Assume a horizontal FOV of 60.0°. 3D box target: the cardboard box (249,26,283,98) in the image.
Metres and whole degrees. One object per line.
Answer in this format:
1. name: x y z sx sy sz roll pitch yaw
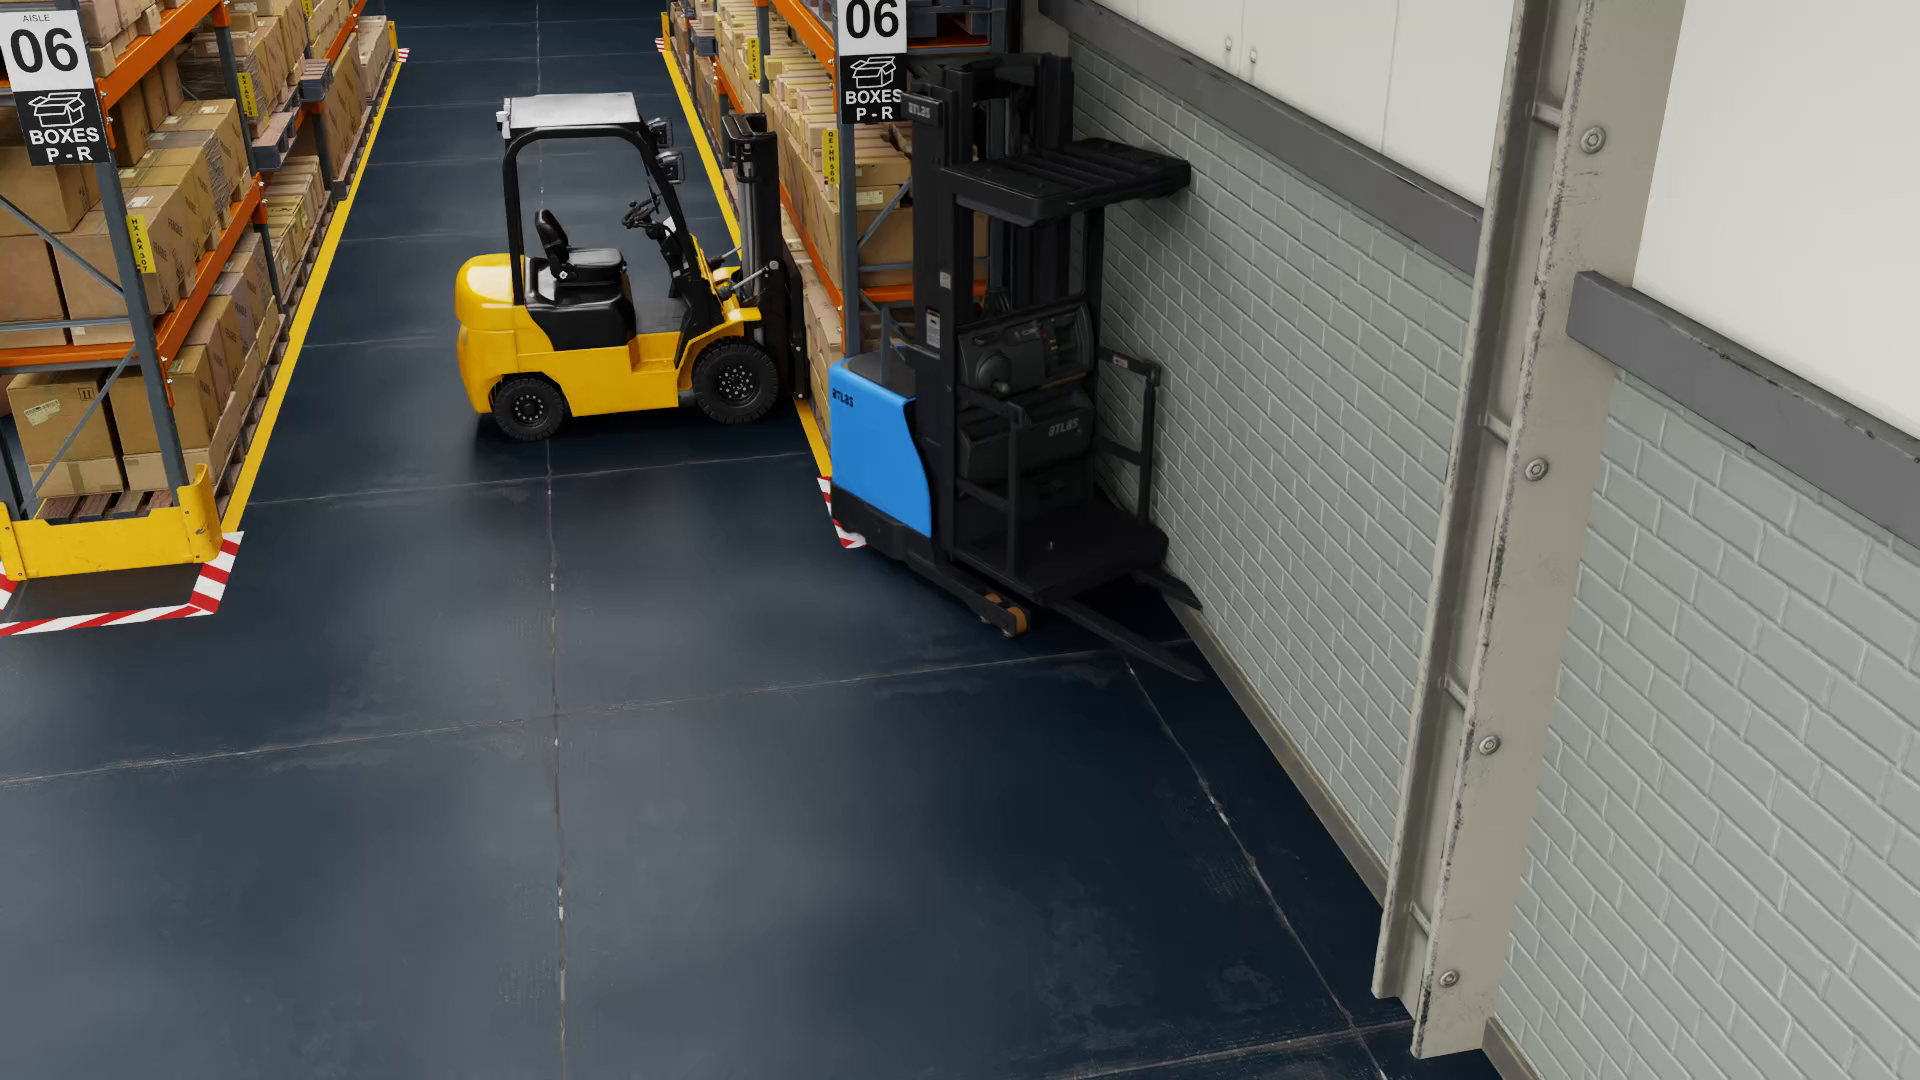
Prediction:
1. cardboard box: -6.005 -3.989 13.918 0.500 0.500 0.500 -6 27 -12

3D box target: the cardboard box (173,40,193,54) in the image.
1. cardboard box: -6.408 -3.713 13.371 0.500 0.500 0.500 -6 27 -11

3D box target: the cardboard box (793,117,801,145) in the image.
1. cardboard box: -0.987 -2.944 11.922 0.380 0.149 0.250 -7 28 -13

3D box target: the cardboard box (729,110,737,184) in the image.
1. cardboard box: -1.906 -4.065 17.144 0.875 0.625 0.625 -5 27 -10

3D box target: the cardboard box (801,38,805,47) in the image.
1. cardboard box: -1.238 -4.532 15.070 0.380 0.149 0.250 -6 27 -12

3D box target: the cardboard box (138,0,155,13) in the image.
1. cardboard box: -5.164 -3.294 9.955 0.500 0.250 0.500 -5 27 -10

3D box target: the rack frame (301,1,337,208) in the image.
1. rack frame: -6.869 -4.707 16.247 1.000 3.000 0.127 -6 27 -12

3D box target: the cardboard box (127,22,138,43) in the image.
1. cardboard box: -5.140 -3.049 9.912 0.380 0.149 0.250 -7 28 -13

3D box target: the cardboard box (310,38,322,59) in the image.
1. cardboard box: -6.734 -4.881 16.757 0.500 0.250 0.500 -6 27 -12

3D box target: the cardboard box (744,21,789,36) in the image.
1. cardboard box: -1.795 -4.707 15.417 0.380 0.149 0.250 -6 27 -12

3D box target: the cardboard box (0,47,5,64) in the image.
1. cardboard box: -5.533 -2.776 9.372 0.380 0.149 0.250 -5 27 -10

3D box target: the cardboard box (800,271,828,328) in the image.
1. cardboard box: -0.882 -1.722 11.808 0.500 0.250 0.500 -6 27 -11

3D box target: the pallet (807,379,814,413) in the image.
1. pallet: -0.715 -1.322 12.635 1.003 0.211 1.213 -6 27 -12

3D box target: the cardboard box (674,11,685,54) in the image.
1. cardboard box: -3.636 -7.139 23.373 0.700 0.500 0.500 -5 27 -9

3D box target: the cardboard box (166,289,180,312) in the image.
1. cardboard box: -4.992 -1.487 10.147 0.380 0.149 0.250 -7 28 -13

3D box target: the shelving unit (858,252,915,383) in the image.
1. shelving unit: -0.338 -0.910 10.304 0.538 1.500 1.048 -4 29 -12

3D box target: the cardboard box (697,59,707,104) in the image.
1. cardboard box: -2.916 -5.573 20.270 0.500 0.500 0.500 -6 27 -12

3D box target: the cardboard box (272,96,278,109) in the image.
1. cardboard box: -6.041 -3.754 14.172 0.380 0.149 0.250 -6 27 -11

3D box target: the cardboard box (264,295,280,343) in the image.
1. cardboard box: -5.572 -1.679 12.833 0.500 0.250 0.500 -5 27 -9

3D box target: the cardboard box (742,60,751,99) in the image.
1. cardboard box: -1.615 -4.028 14.513 0.500 0.250 0.500 -7 28 -13

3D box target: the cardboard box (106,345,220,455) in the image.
1. cardboard box: -4.984 -0.883 10.423 0.500 0.500 0.500 -7 28 -13

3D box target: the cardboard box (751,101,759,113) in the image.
1. cardboard box: -1.500 -3.585 14.190 0.500 0.250 0.500 -5 27 -10

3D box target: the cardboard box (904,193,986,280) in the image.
1. cardboard box: -0.072 -1.991 10.755 0.500 0.500 0.500 -5 27 -10

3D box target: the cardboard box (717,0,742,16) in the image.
1. cardboard box: -2.249 -5.377 16.744 0.380 0.149 0.250 -5 27 -10

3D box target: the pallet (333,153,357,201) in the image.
1. pallet: -6.973 -3.816 17.576 1.003 0.211 1.213 -6 27 -12

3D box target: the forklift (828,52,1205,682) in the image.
1. forklift: 0.506 -1.027 9.033 1.130 2.935 3.031 -20 33 -34

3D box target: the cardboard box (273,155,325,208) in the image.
1. cardboard box: -6.751 -3.473 16.251 0.950 0.372 0.625 -8 28 -15

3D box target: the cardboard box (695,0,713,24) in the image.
1. cardboard box: -2.587 -5.764 18.041 0.500 0.250 0.500 -7 28 -14

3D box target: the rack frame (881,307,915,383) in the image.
1. rack frame: -0.225 -0.675 9.868 0.500 1.500 0.032 -4 29 -12

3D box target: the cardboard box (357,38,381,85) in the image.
1. cardboard box: -8.009 -6.186 21.555 0.875 0.438 0.875 -7 28 -13

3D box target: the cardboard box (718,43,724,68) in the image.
1. cardboard box: -2.172 -4.926 16.848 0.500 0.250 0.500 -6 27 -11

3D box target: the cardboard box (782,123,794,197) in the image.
1. cardboard box: -1.038 -2.831 12.419 0.500 0.500 0.500 -6 27 -12

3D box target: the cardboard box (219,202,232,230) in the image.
1. cardboard box: -5.366 -2.283 11.723 0.380 0.149 0.250 -6 27 -12

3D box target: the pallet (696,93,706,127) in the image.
1. pallet: -2.715 -5.371 20.657 1.003 0.211 1.213 -6 27 -12

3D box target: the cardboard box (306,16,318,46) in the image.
1. cardboard box: -6.742 -5.111 16.659 0.500 0.250 0.500 -6 27 -12

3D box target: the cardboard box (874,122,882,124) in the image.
1. cardboard box: -0.419 -3.019 11.741 0.380 0.149 0.250 -6 27 -11

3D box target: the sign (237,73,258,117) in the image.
1. sign: -5.440 -3.396 12.689 0.100 0.325 0.005 -6 27 -12

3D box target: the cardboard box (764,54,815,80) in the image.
1. cardboard box: -1.349 -3.754 13.197 0.380 0.149 0.250 -5 27 -11

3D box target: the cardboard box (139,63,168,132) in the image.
1. cardboard box: -5.985 -3.133 11.578 0.700 0.500 0.500 -6 27 -11

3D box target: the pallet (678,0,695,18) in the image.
1. pallet: -2.861 -6.521 20.054 1.003 0.211 1.213 -6 27 -12

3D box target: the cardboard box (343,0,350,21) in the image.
1. cardboard box: -7.423 -6.225 19.421 0.500 0.250 0.500 -7 28 -13

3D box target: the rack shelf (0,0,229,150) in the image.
1. rack shelf: -5.516 -3.091 10.515 1.077 0.370 4.000 -6 27 -12

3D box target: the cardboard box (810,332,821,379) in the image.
1. cardboard box: -0.747 -1.287 11.502 0.500 0.250 0.500 -6 27 -12

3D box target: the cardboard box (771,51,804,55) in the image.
1. cardboard box: -1.501 -4.030 14.075 0.380 0.149 0.250 -6 27 -12

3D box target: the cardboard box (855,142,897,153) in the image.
1. cardboard box: -0.602 -2.409 10.533 0.380 0.149 0.250 -6 27 -12

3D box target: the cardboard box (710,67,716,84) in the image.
1. cardboard box: -2.663 -5.350 19.109 0.380 0.149 0.250 -7 28 -14

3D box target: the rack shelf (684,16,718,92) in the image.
1. rack shelf: -2.484 -5.770 19.151 1.077 0.370 4.000 -6 27 -12

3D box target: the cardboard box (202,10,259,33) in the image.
1. cardboard box: -6.074 -4.315 13.842 0.380 0.149 0.250 -4 27 -9

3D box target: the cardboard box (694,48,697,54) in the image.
1. cardboard box: -3.113 -6.146 20.685 0.380 0.149 0.250 -5 27 -9

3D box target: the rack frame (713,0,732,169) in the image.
1. rack frame: -2.033 -5.213 17.249 1.000 3.000 0.127 -6 27 -12

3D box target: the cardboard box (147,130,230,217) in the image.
1. cardboard box: -5.381 -2.506 11.445 0.500 0.500 0.500 -5 27 -10

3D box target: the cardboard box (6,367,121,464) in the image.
1. cardboard box: -5.500 -0.815 10.289 0.500 0.500 0.500 -6 27 -11

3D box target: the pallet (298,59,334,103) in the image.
1. pallet: -6.604 -4.320 15.692 1.213 0.211 1.003 -6 27 -12

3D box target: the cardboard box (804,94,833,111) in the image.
1. cardboard box: -0.908 -3.089 11.880 0.380 0.149 0.250 -6 27 -11

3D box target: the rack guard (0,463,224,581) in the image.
1. rack guard: -5.083 -0.113 9.918 1.175 0.500 0.348 -6 27 -12
